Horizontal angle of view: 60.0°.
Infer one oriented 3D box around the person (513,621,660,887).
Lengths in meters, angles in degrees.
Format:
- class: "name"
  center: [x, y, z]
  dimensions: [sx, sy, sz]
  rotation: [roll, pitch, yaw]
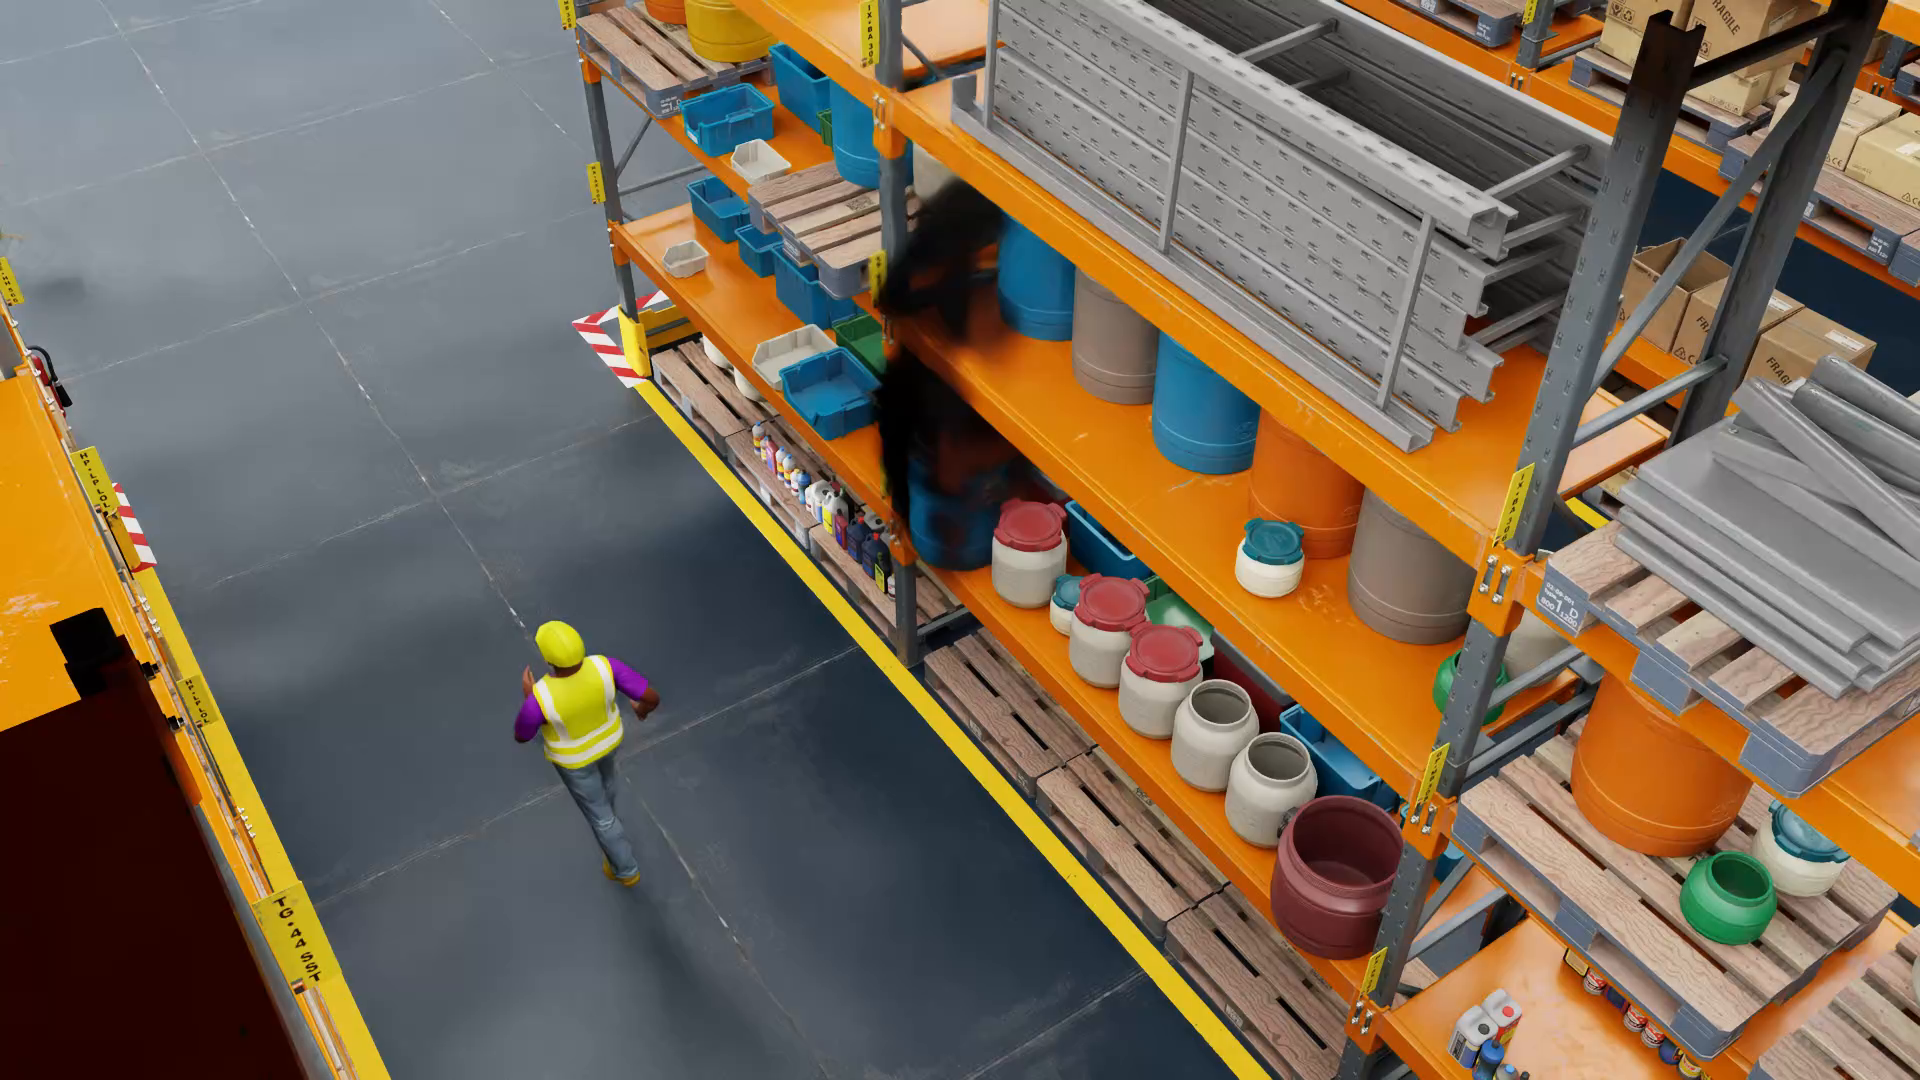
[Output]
- class: "person"
  center: [-1.984, 1.105, 8.820]
  dimensions: [0.677, 1.846, 0.768]
  rotation: [-33, 52, -31]
